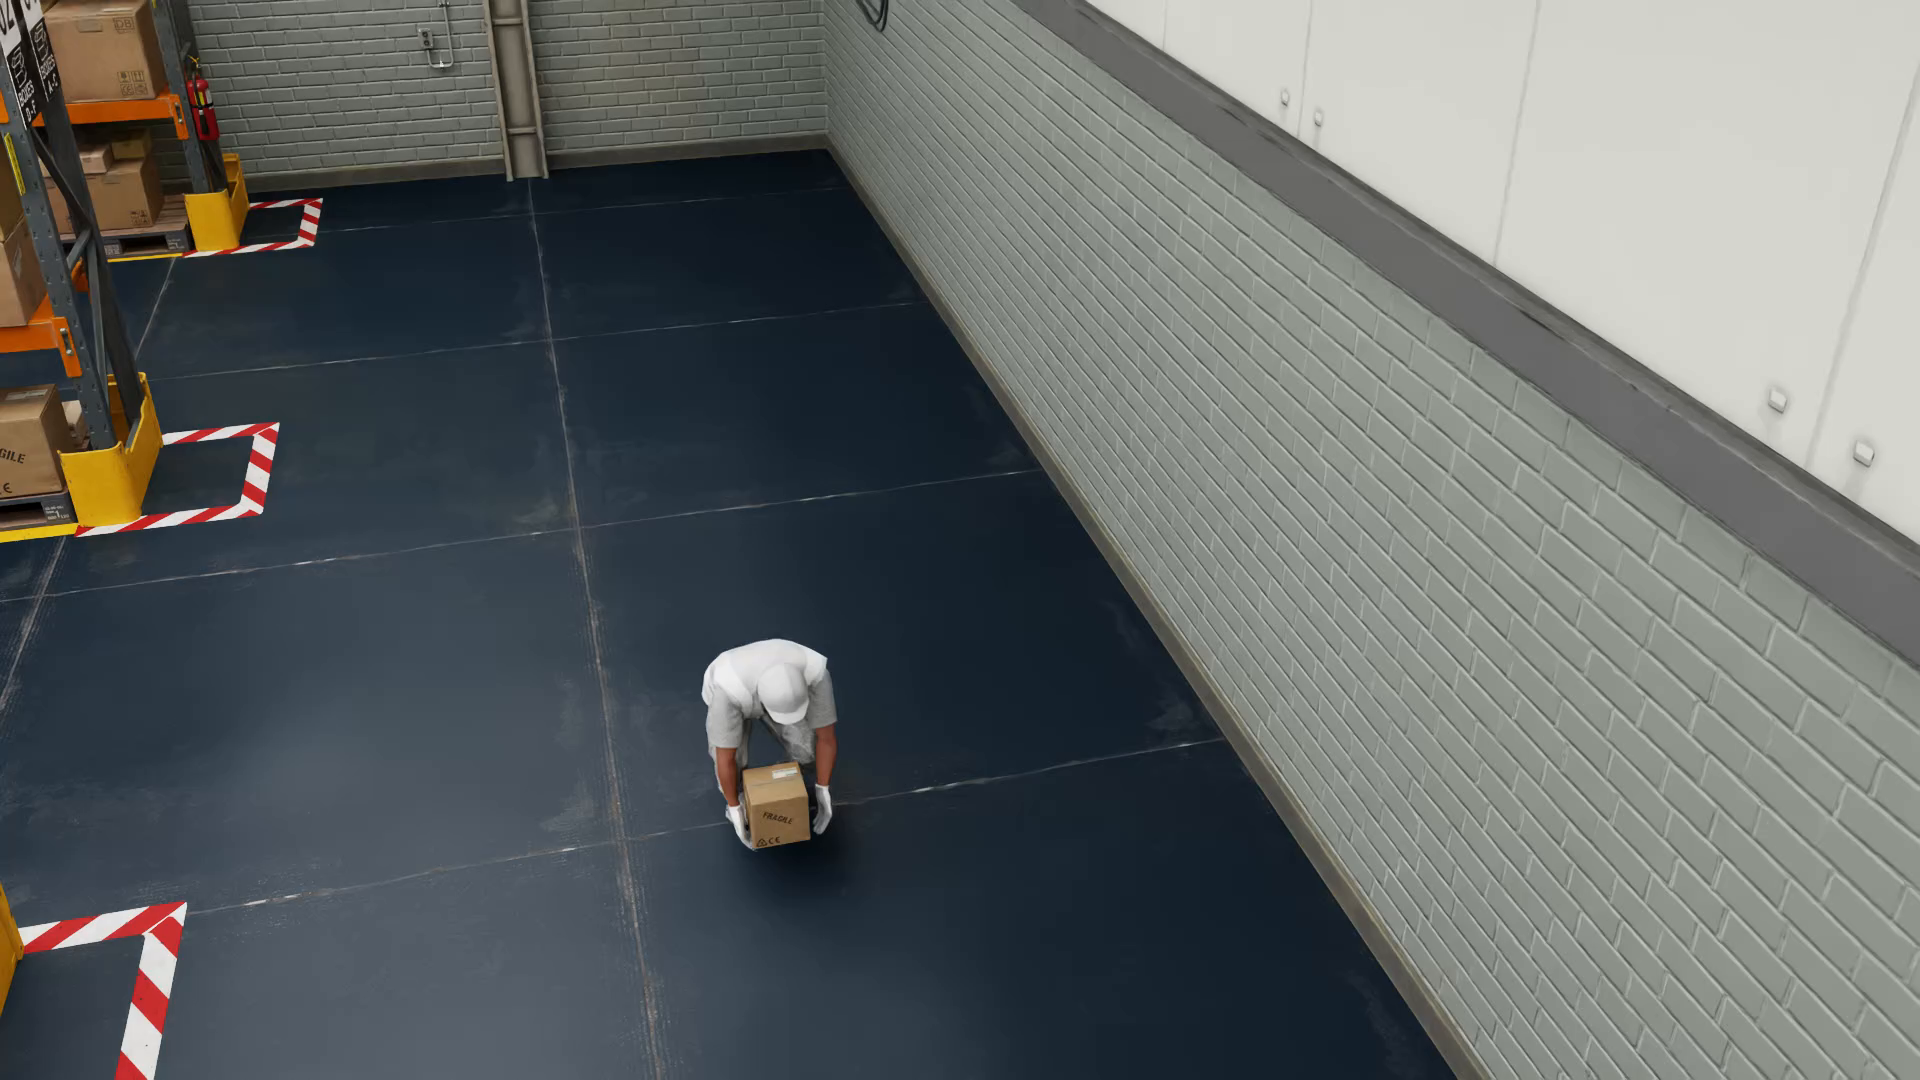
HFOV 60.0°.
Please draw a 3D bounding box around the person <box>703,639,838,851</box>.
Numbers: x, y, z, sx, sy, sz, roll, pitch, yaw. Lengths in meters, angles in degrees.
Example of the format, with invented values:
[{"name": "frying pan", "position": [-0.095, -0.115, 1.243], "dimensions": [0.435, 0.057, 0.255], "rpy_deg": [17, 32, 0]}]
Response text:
[{"name": "person", "position": [-0.865, 0.832, 7.546], "dimensions": [0.571, 1.025, 0.906], "rpy_deg": [-8, 31, -13]}]
